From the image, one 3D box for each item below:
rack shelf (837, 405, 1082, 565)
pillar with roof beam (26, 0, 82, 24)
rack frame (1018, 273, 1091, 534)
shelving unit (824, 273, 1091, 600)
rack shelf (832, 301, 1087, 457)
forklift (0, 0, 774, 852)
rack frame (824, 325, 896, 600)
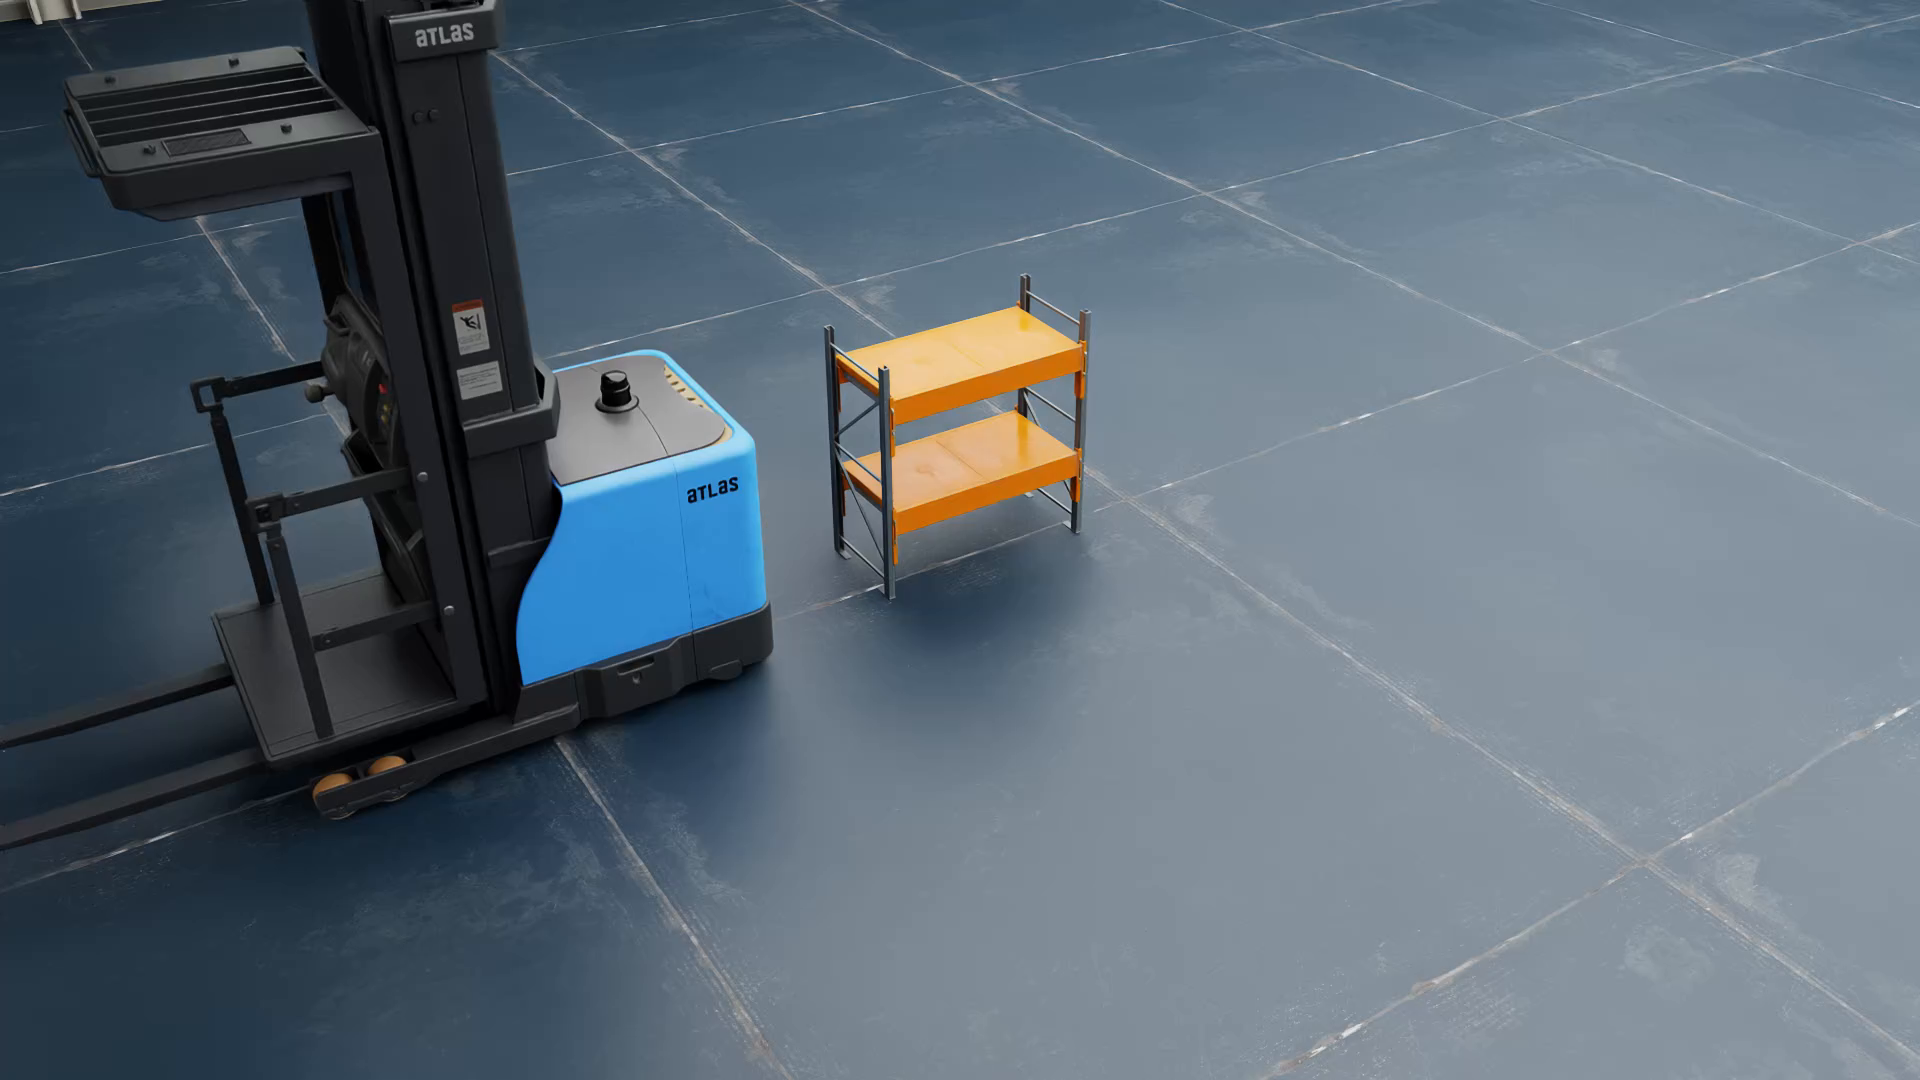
[{"bbox_3d":[-0.006,-0.267,7.577,1.000,0.278,0.538,-19,37,-27],"label":"rack shelf"},{"bbox_3d":[-6.056,-6.726,9.978,0.400,9.000,9.100,-19,37,-27],"label":"pillar with roof beam"},{"bbox_3d":[0.422,-0.621,7.680,0.032,1.125,0.500,-19,37,-27],"label":"rack frame"},{"bbox_3d":[-0.006,-0.474,7.447,1.048,1.125,0.538,-19,37,-27],"label":"shelving unit"},{"bbox_3d":[-0.006,-0.721,7.291,1.000,0.278,0.538,-19,37,-27],"label":"rack shelf"},{"bbox_3d":[-2.303,-0.534,5.850,3.031,2.935,1.130,-18,36,-26],"label":"forklift"},{"bbox_3d":[-0.433,-0.327,7.214,0.032,1.125,0.500,-19,37,-27],"label":"rack frame"}]
